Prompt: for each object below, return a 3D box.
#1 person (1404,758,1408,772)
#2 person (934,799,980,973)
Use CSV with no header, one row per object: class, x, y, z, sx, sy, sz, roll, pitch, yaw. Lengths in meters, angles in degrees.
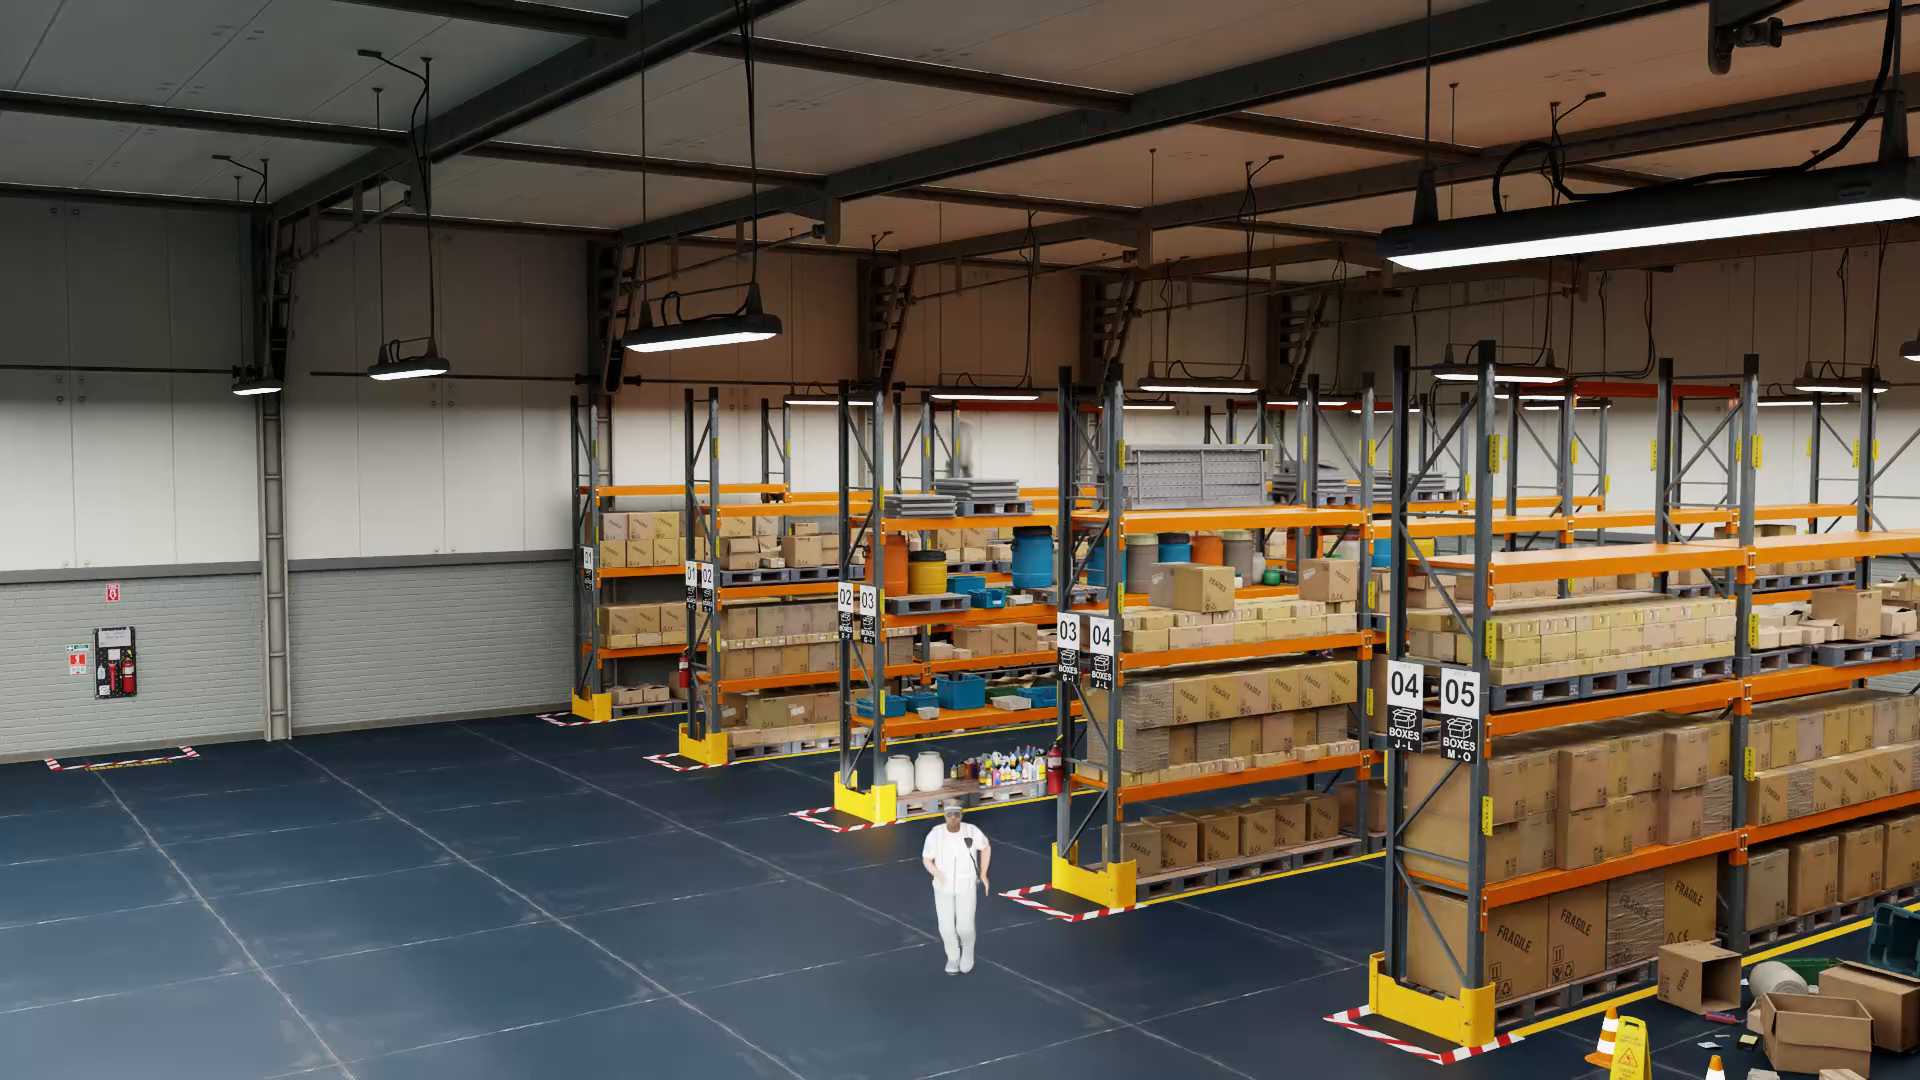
person,3.700,1.704,31.046,3.412,3.175,12.772,-3,5,-44
person,-0.027,3.322,15.993,0.453,1.733,0.620,0,3,4
